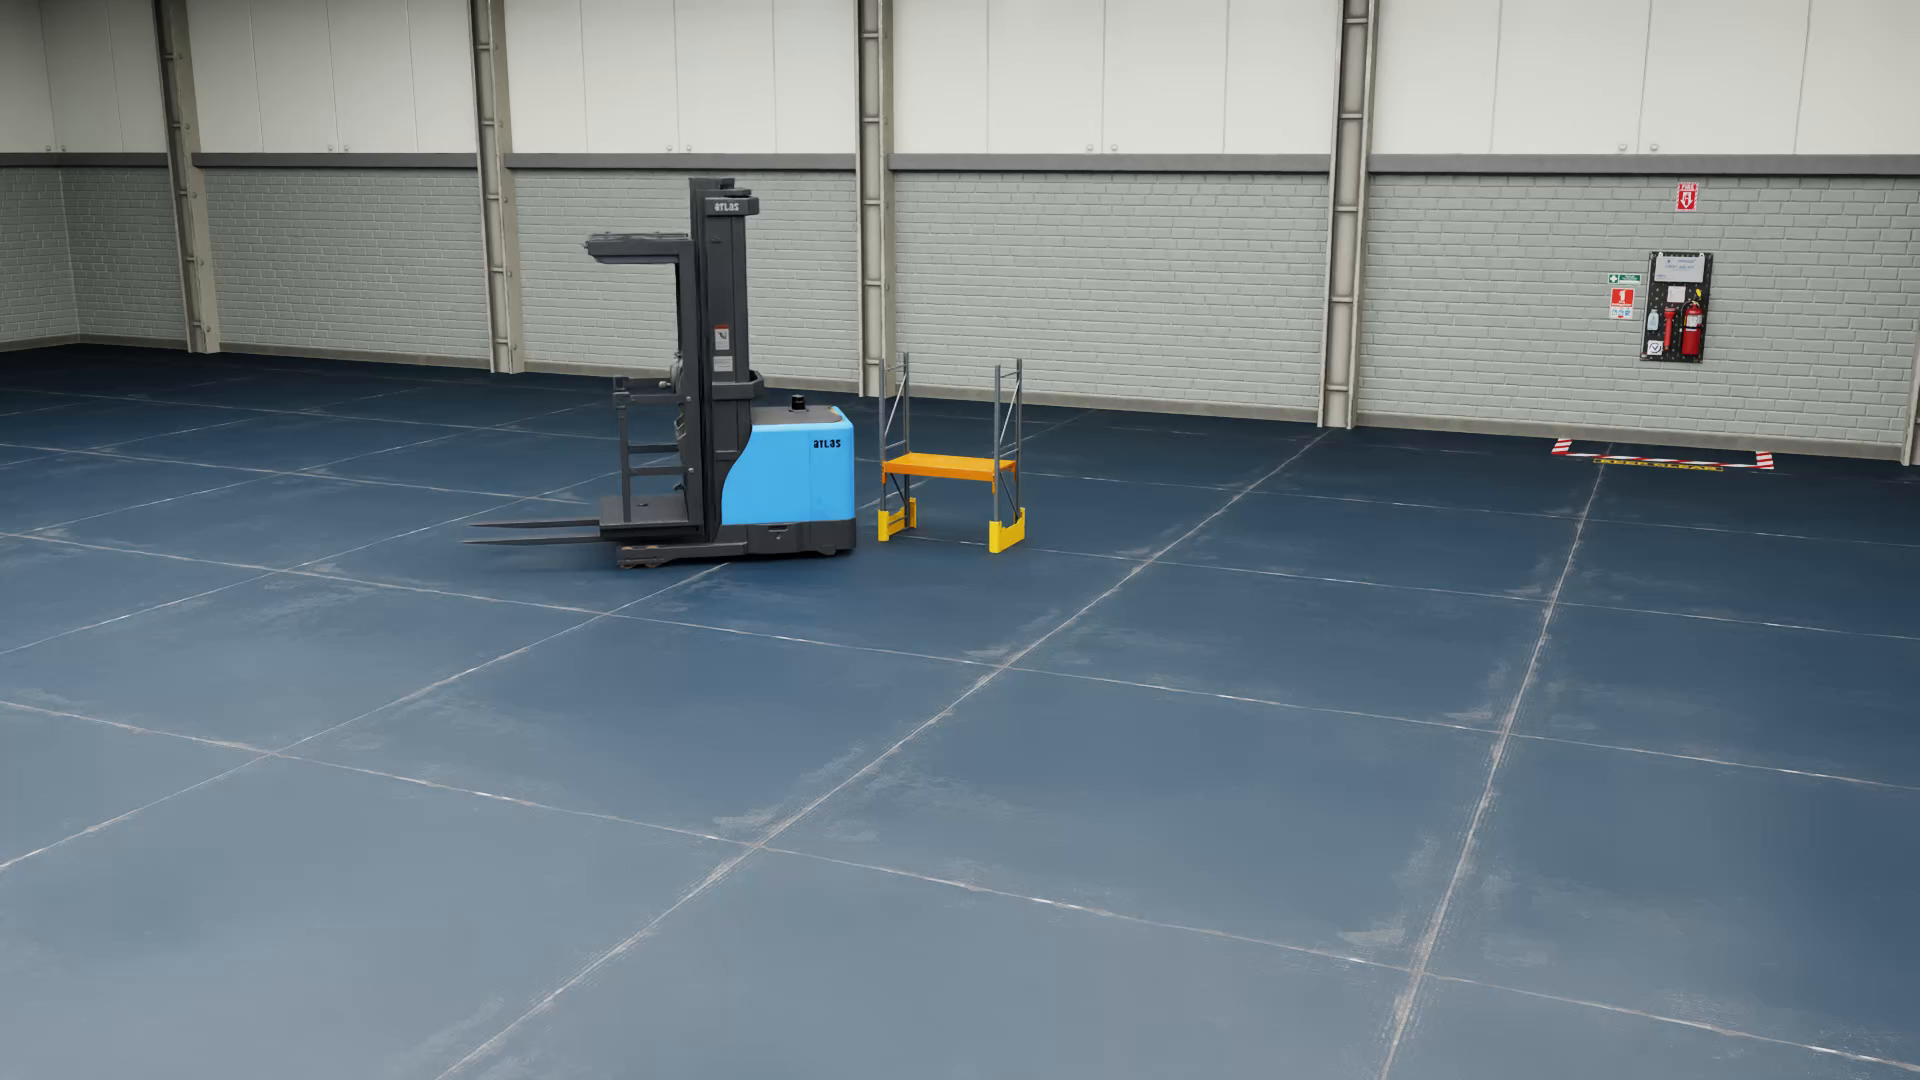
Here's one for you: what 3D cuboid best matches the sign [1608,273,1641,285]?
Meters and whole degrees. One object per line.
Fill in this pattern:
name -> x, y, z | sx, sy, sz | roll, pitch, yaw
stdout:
sign -> 7.184, -2.822, 17.978 | 0.331, 0.109, 0.001 | 6, 14, 23

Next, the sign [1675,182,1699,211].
sign -> 7.681, -3.626, 17.569 | 0.199, 0.298, 0.001 | 6, 14, 23

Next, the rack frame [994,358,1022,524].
rack frame -> 0.387, -0.691, 13.417 | 0.032, 1.500, 0.500 | 6, 14, 23

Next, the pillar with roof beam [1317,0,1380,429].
pillar with roof beam -> 2.662, -4.816, 14.582 | 0.400, 9.000, 9.100 | 6, 14, 23

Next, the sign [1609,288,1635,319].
sign -> 7.184, -2.566, 18.048 | 0.234, 0.329, 0.001 | 6, 14, 23

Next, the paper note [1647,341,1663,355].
paper note -> 7.514, -2.078, 17.974 | 0.142, 0.148, 0.016 | 6, 14, 23

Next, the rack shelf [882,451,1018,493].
rack shelf -> -0.078, -0.563, 13.658 | 1.000, 0.185, 0.538 | 6, 14, 23

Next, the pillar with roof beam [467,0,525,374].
pillar with roof beam -> -8.310, -5.927, 19.314 | 0.400, 9.000, 9.100 | 6, 14, 23

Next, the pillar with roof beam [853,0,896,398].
pillar with roof beam -> -2.824, -5.372, 16.948 | 0.400, 9.000, 9.100 | 6, 14, 23

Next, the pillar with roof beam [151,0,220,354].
pillar with roof beam -> -13.795, -6.482, 21.680 | 0.400, 9.000, 9.100 | 6, 14, 23

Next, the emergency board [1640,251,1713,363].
emergency board -> 7.648, -2.476, 17.742 | 0.643, 1.169, 0.194 | 6, 14, 23

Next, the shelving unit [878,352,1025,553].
shelving unit -> -0.070, -0.737, 13.614 | 1.083, 1.500, 0.587 | 6, 14, 23

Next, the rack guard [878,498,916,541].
rack guard -> -0.525, -0.175, 13.953 | 0.087, 0.250, 0.587 | 6, 14, 23

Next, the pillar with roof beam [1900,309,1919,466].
pillar with roof beam -> 8.148, -4.261, 12.216 | 0.400, 9.000, 9.100 | 6, 14, 23

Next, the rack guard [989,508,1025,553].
rack guard -> 0.386, -0.083, 13.560 | 0.087, 0.250, 0.587 | 6, 14, 23

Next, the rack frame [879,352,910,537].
rack frame -> -0.543, -0.785, 13.818 | 0.032, 1.500, 0.500 | 6, 14, 23

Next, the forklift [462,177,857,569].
forklift -> -2.390, -1.337, 13.037 | 3.031, 2.935, 1.130 | -3, 13, -11
